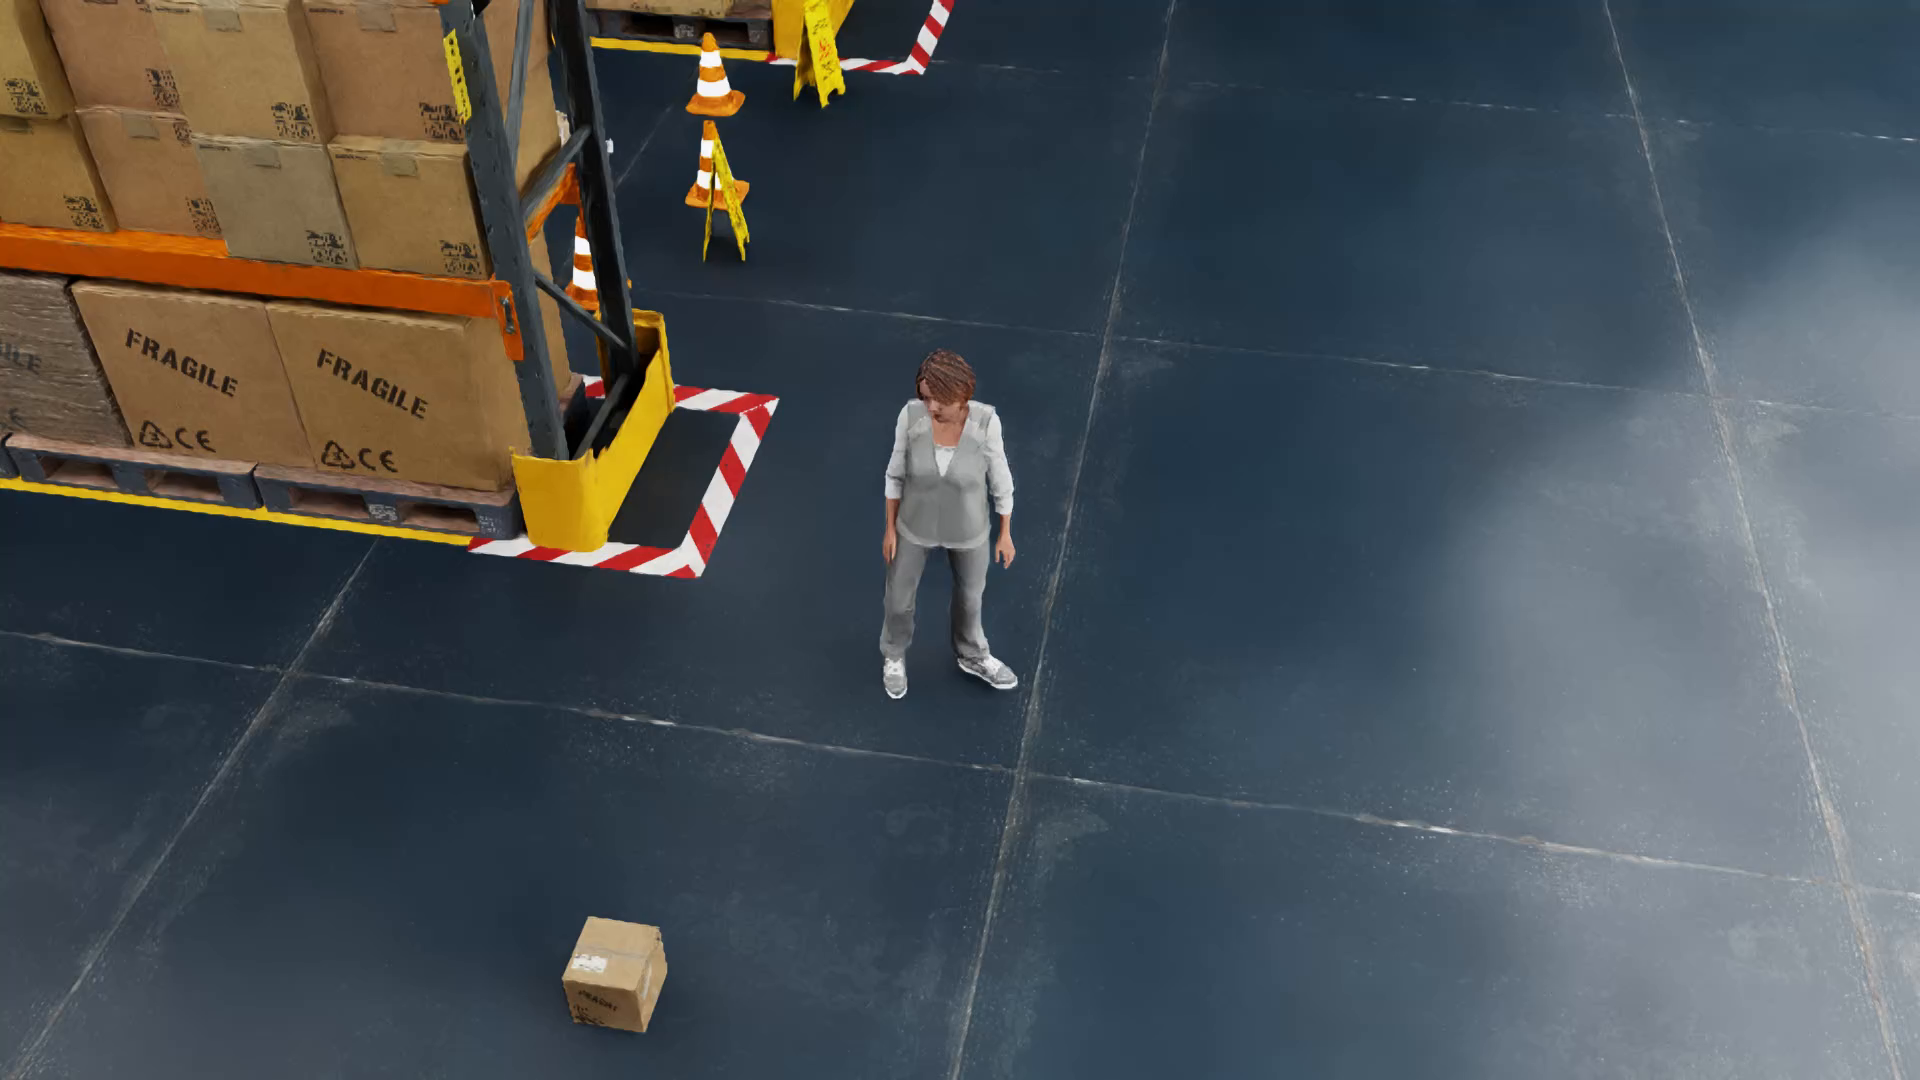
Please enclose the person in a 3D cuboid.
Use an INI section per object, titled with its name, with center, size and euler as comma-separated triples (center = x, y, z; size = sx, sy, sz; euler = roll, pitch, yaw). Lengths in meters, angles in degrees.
[person]
center = -0.045, -0.028, 6.173
size = 0.555, 1.616, 0.318
euler = 1, 41, 2
